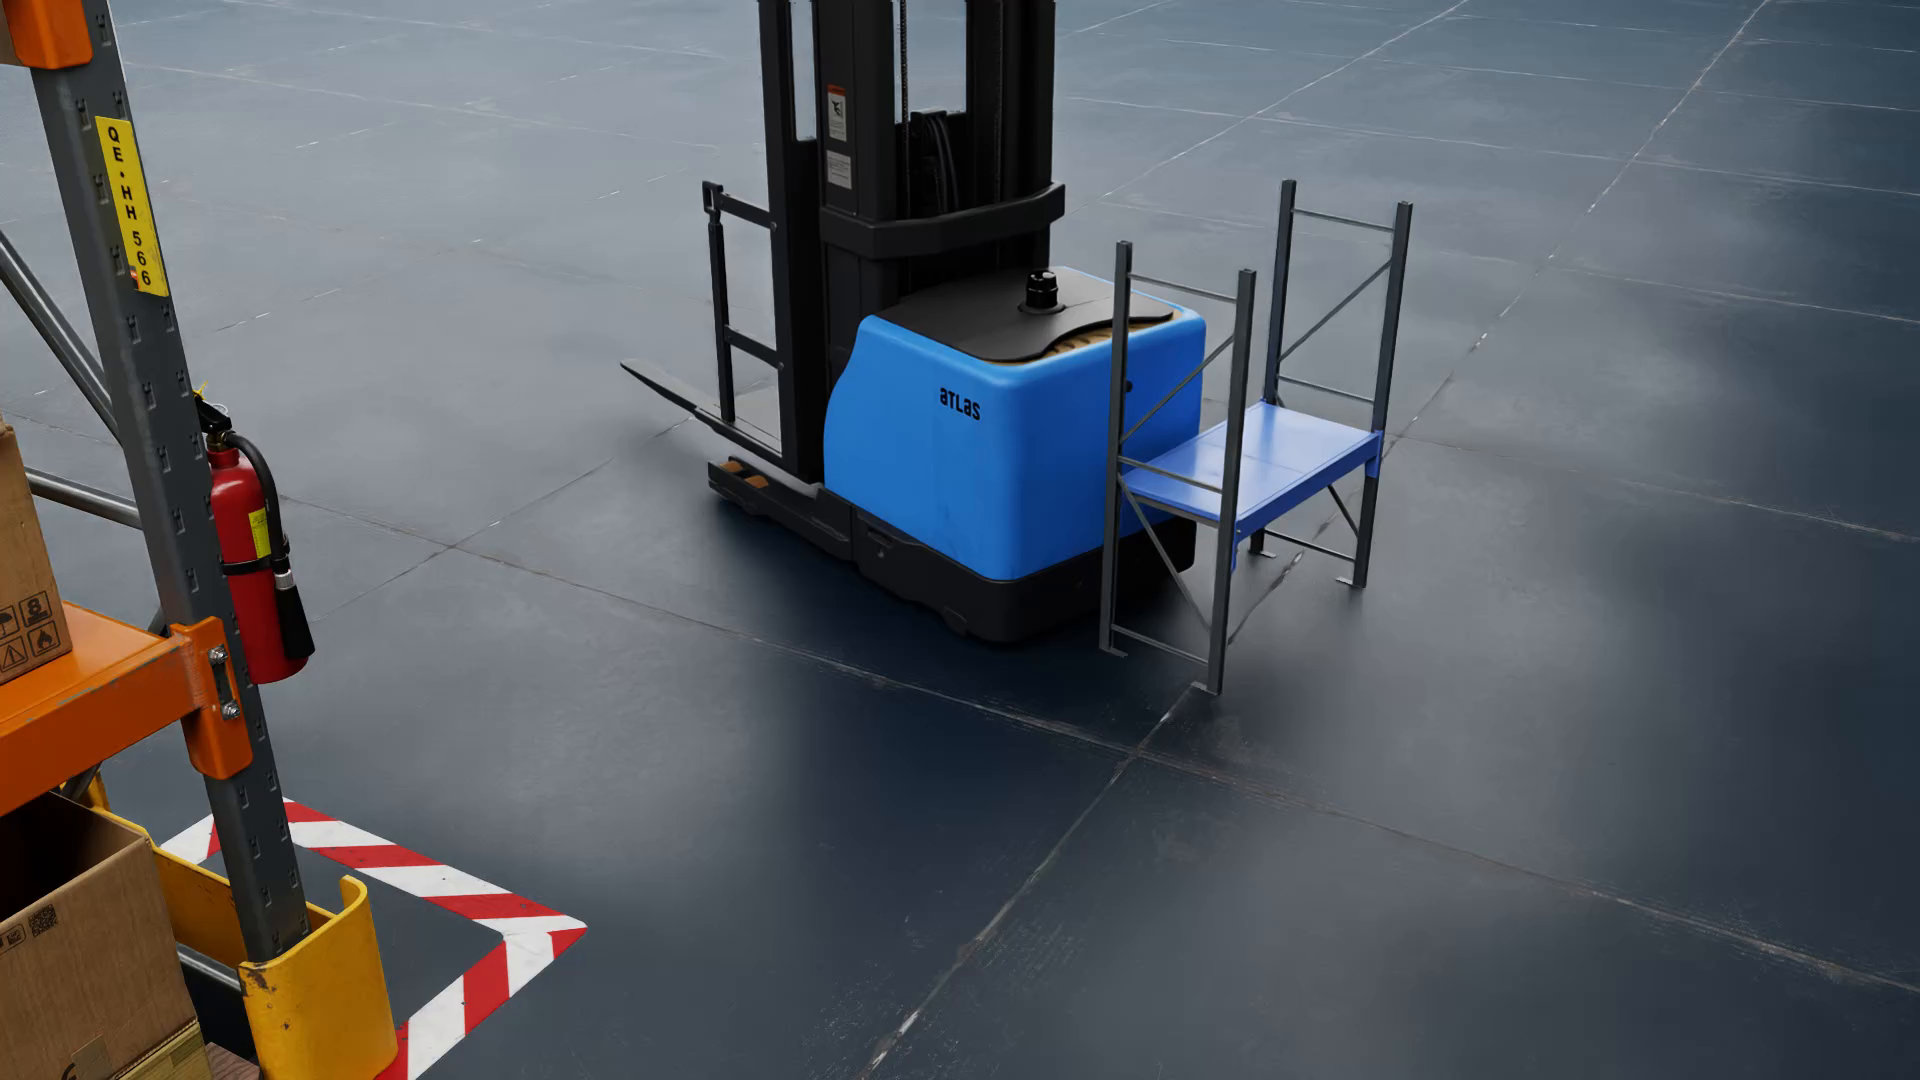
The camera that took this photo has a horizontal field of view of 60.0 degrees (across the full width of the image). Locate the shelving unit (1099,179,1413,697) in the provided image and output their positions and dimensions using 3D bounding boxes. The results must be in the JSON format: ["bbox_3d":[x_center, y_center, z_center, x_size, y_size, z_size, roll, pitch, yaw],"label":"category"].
[{"bbox_3d":[1.028,-0.384,5.842,0.538,1.500,1.048,21,33,36],"label":"shelving unit"}]

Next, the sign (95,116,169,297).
[{"bbox_3d":[-1.526,-0.612,3.063,0.100,0.325,0.005,14,30,26],"label":"sign"}]

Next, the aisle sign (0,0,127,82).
[{"bbox_3d":[-1.704,-1.236,2.964,0.394,0.787,0.004,14,30,26],"label":"aisle sign"}]

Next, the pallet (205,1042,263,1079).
[{"bbox_3d":[-2.331,1.441,3.635,1.003,0.211,1.213,14,30,26],"label":"pallet"}]

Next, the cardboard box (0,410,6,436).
[{"bbox_3d":[-2.014,-0.257,3.075,0.380,0.149,0.250,14,30,25],"label":"cardboard box"}]

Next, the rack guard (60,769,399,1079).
[{"bbox_3d":[-1.980,0.996,4.202,1.175,0.500,0.348,14,30,26],"label":"rack guard"}]

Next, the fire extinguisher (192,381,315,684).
[{"bbox_3d":[-1.529,-0.022,3.529,0.296,0.674,0.183,14,30,26],"label":"fire extinguisher"}]

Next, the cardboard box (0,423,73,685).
[{"bbox_3d":[-2.232,0.022,3.244,0.700,0.500,0.500,14,30,26],"label":"cardboard box"}]

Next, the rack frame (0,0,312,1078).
[{"bbox_3d":[-1.992,-0.113,3.624,1.000,3.000,0.127,14,30,26],"label":"rack frame"}]

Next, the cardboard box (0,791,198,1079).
[{"bbox_3d":[-1.996,0.868,3.429,0.500,0.500,0.500,14,30,26],"label":"cardboard box"}]

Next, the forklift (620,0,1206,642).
[{"bbox_3d":[-0.416,-1.539,6.549,1.130,2.935,3.031,-20,33,-34],"label":"forklift"}]

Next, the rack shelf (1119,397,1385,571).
[{"bbox_3d":[1.028,-0.223,5.922,0.538,0.185,1.000,21,33,36],"label":"rack shelf"}]

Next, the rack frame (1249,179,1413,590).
[{"bbox_3d":[1.359,-0.557,6.187,0.500,1.500,0.032,21,33,36],"label":"rack frame"}]

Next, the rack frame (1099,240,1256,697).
[{"bbox_3d":[0.697,-0.211,5.497,0.500,1.500,0.032,21,33,36],"label":"rack frame"}]

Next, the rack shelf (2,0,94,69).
[{"bbox_3d":[-2.976,-0.353,1.557,1.077,0.370,4.000,14,30,26],"label":"rack shelf"}]

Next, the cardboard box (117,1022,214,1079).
[{"bbox_3d":[-1.998,1.203,3.598,0.500,0.250,0.500,14,30,26],"label":"cardboard box"}]

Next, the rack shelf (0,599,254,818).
[{"bbox_3d":[-2.976,0.988,2.228,1.077,0.370,4.000,14,30,26],"label":"rack shelf"}]
